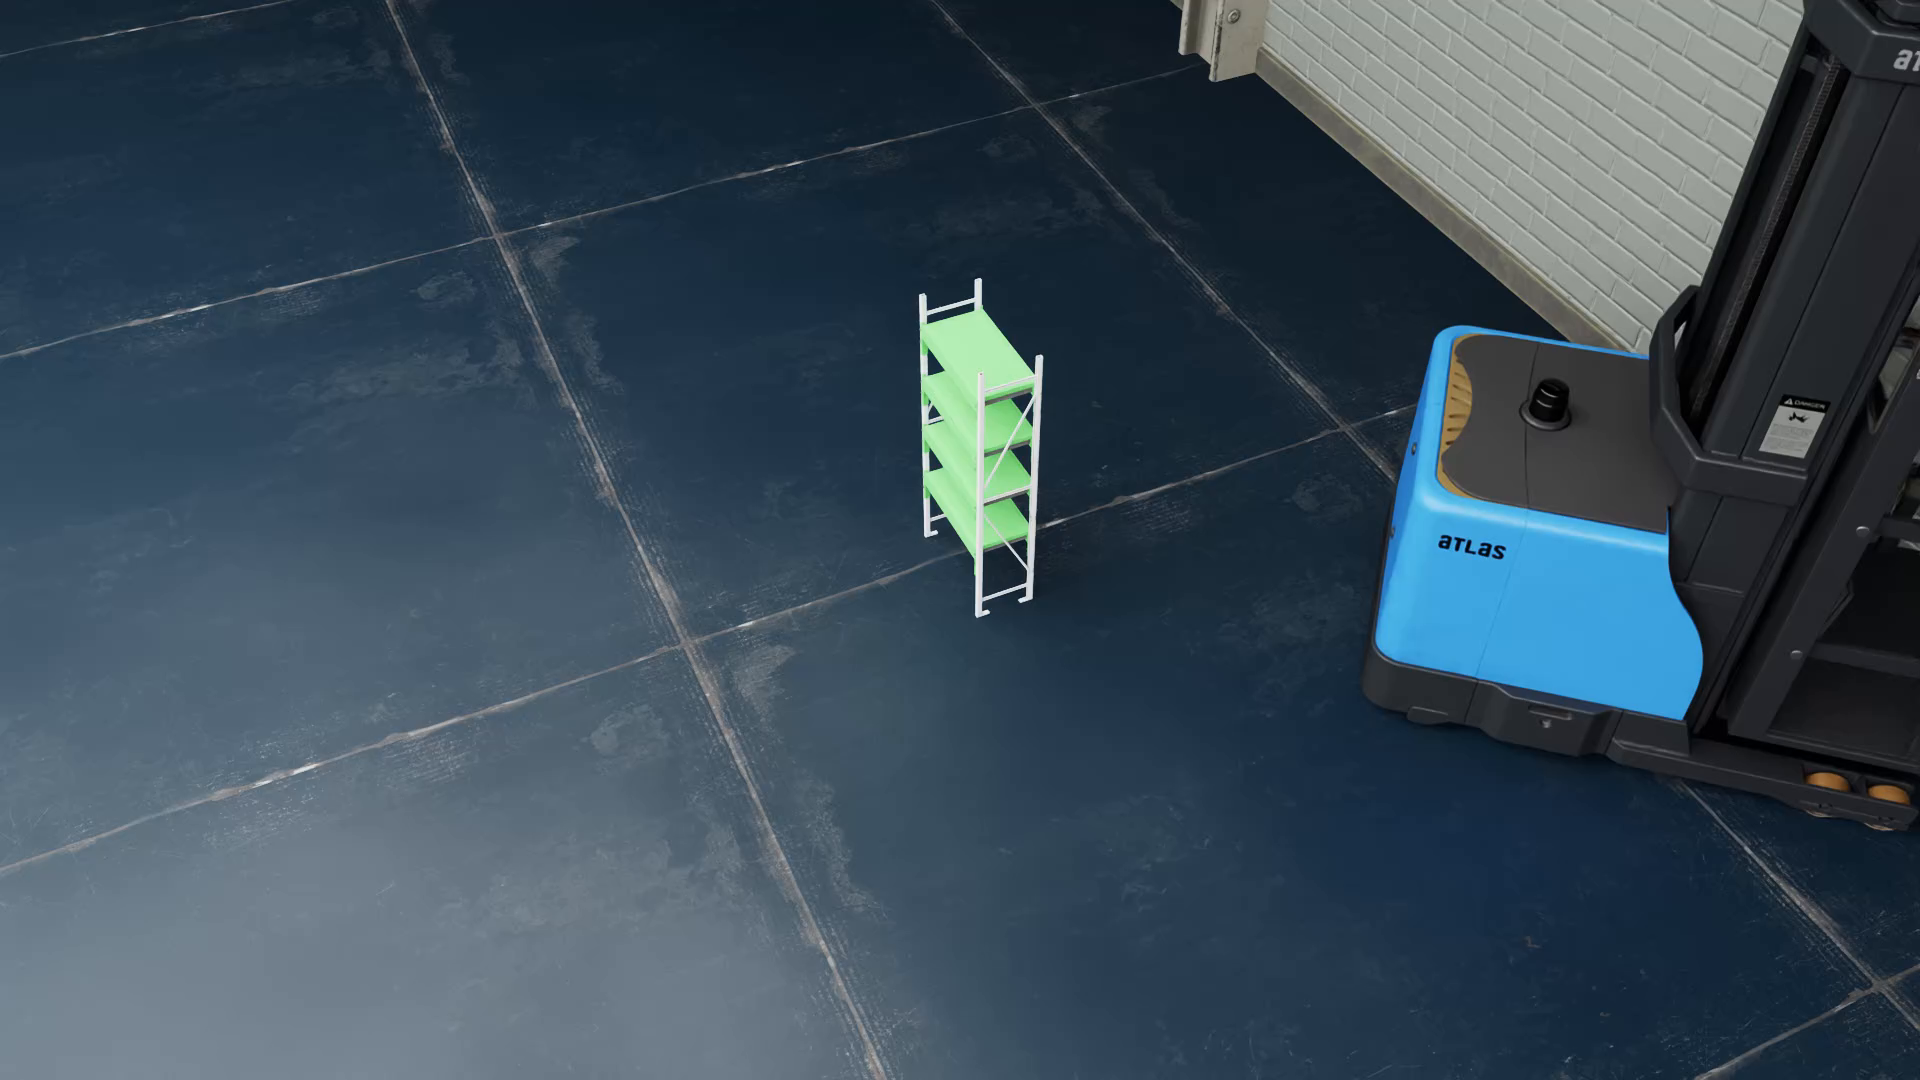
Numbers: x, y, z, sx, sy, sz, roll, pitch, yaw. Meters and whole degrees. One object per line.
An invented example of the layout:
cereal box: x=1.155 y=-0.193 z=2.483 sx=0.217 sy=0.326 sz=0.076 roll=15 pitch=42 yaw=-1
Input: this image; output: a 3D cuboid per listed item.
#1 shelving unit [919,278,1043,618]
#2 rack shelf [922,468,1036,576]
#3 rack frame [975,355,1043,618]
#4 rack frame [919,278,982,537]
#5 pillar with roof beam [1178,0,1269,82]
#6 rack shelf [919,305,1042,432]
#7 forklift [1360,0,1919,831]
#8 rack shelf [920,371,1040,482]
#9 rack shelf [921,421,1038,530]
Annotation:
shelving unit: x=0.070 y=-0.322 z=6.222 sx=0.258 sy=1.200 sz=0.503 roll=-18 pitch=47 yaw=-17
rack shelf: x=0.070 y=-0.105 z=6.435 sx=0.258 sy=0.148 sz=0.480 roll=-18 pitch=47 yaw=-17
rack frame: x=0.172 y=-0.166 z=6.064 sx=0.240 sy=1.200 sz=0.015 roll=-18 pitch=47 yaw=-17
rack frame: x=-0.033 y=-0.477 z=6.379 sx=0.240 sy=1.200 sz=0.015 roll=-18 pitch=47 yaw=-17
pillar with roof beam: x=-2.423 y=-4.679 z=5.085 sx=9.100 sy=9.000 sz=0.400 roll=-18 pitch=47 yaw=-17
rack shelf: x=0.070 y=-0.618 z=5.929 sx=0.258 sy=0.148 sz=0.480 roll=-18 pitch=47 yaw=-17
forklift: x=3.045 y=-0.461 z=5.130 sx=3.031 sy=2.935 sz=1.130 roll=11 pitch=46 yaw=11
rack shelf: x=0.070 y=-0.447 z=6.098 sx=0.258 sy=0.148 sz=0.480 roll=-18 pitch=47 yaw=-17
rack shelf: x=0.070 y=-0.276 z=6.267 sx=0.258 sy=0.148 sz=0.480 roll=-18 pitch=47 yaw=-17
